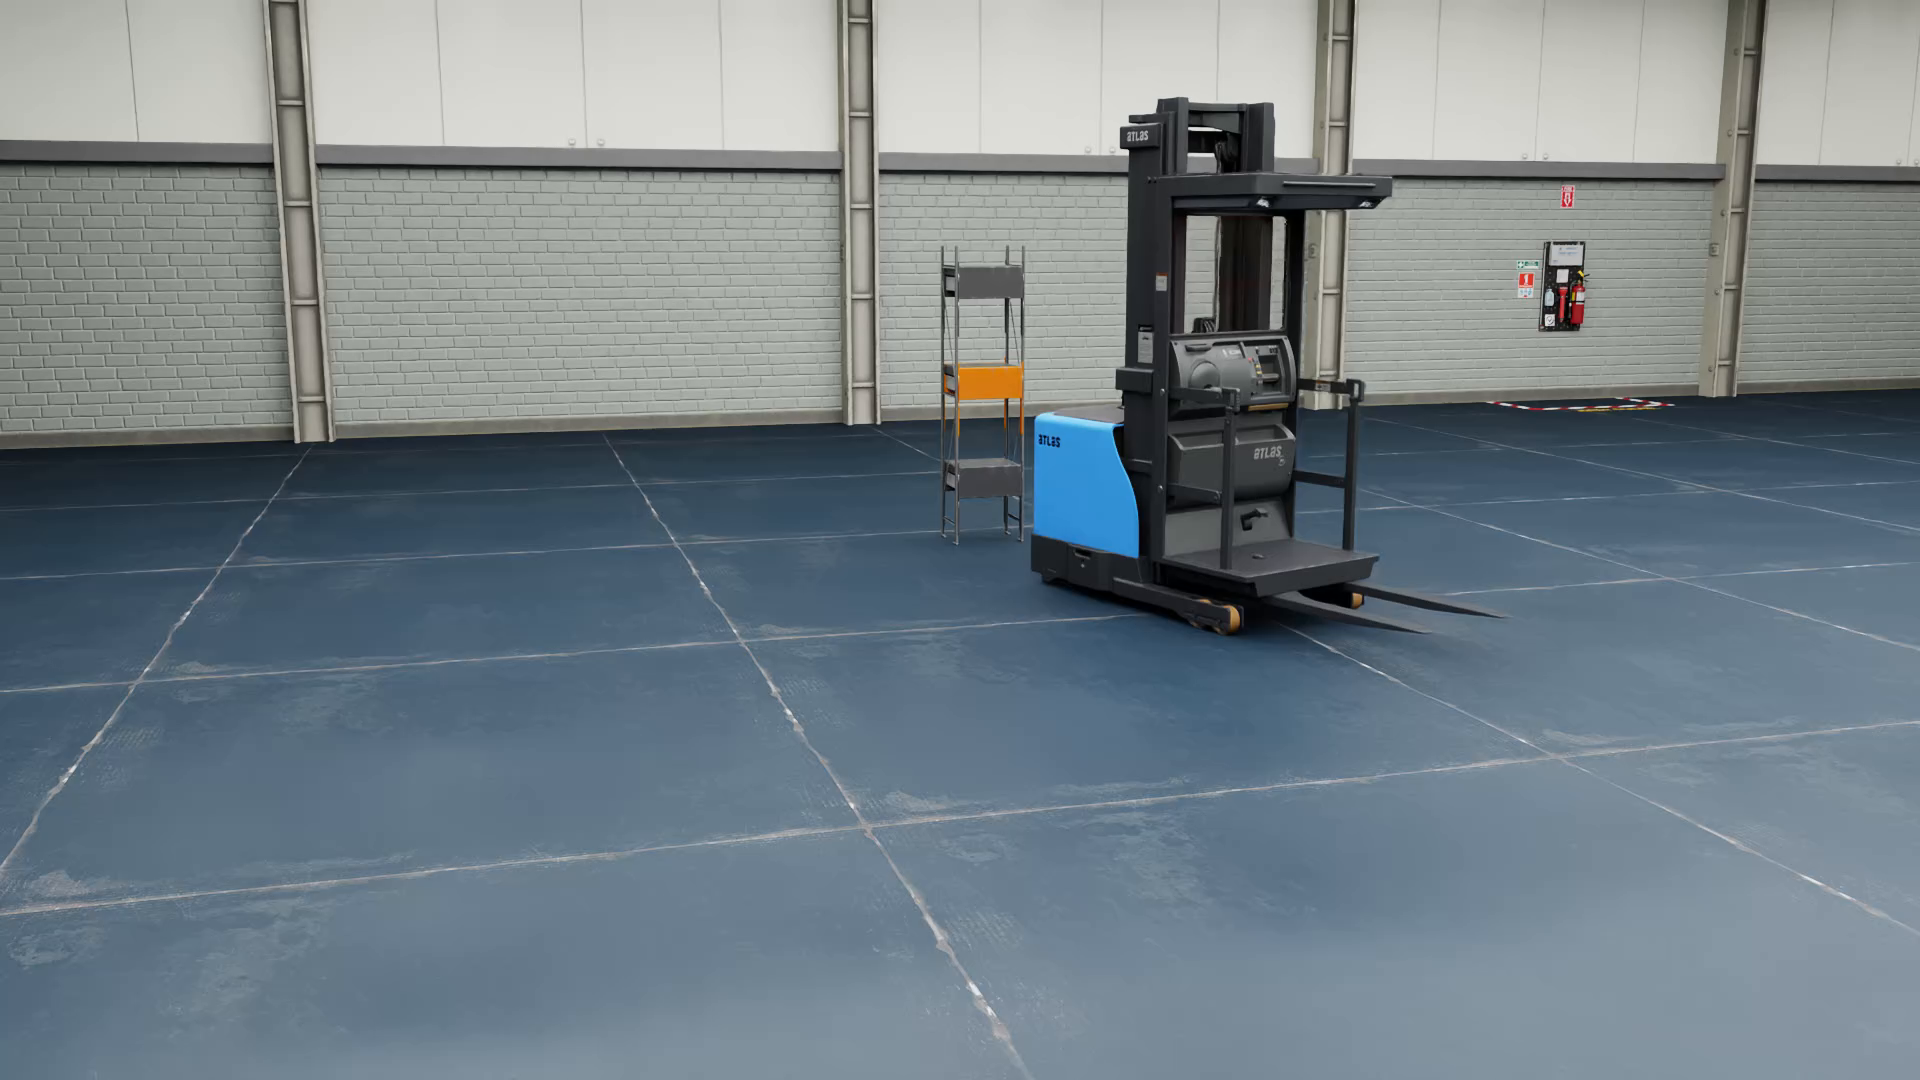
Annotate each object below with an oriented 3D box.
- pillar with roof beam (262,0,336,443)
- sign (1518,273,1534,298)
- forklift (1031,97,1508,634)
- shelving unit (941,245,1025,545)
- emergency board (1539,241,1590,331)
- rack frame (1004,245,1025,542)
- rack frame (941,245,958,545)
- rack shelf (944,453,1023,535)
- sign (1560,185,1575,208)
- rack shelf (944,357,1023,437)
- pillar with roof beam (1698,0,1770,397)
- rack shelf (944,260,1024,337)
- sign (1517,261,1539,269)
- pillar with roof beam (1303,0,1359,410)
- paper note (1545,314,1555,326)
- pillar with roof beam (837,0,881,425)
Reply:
[{"bbox_3d":[-5.711,-4.744,12.959,0.400,9.000,9.100,-3,11,-16],"label":"pillar with roof beam"},{"bbox_3d":[7.425,-3.342,21.814,0.234,0.329,0.001,-3,11,-16],"label":"sign"},{"bbox_3d":[1.715,-1.017,9.475,1.130,2.935,3.031,-7,13,-35],"label":"forklift"},{"bbox_3d":[0.159,-1.041,11.902,0.503,2.100,0.431,-3,11,-16],"label":"shelving unit"},{"bbox_3d":[7.985,-3.334,21.872,0.643,1.169,0.194,-3,11,-16],"label":"emergency board"},{"bbox_3d":[0.393,-1.053,11.969,0.015,2.100,0.400,-3,11,-16],"label":"rack frame"},{"bbox_3d":[-0.075,-1.029,11.835,0.015,2.100,0.400,-3,11,-16],"label":"rack frame"},{"bbox_3d":[0.159,-0.339,12.031,0.480,0.518,0.431,-3,11,-16],"label":"rack shelf"},{"bbox_3d":[7.949,-4.491,21.754,0.199,0.298,0.001,-3,11,-16],"label":"sign"},{"bbox_3d":[0.159,-1.028,11.904,0.480,0.518,0.431,-3,11,-16],"label":"rack shelf"},{"bbox_3d":[11.572,-5.655,17.907,0.400,9.000,9.100,-3,11,-16],"label":"pillar with roof beam"},{"bbox_3d":[0.159,-1.716,11.778,0.480,0.518,0.431,-3,11,-16],"label":"rack shelf"},{"bbox_3d":[7.432,-3.601,21.759,0.331,0.109,0.001,-3,11,-16],"label":"sign"},{"bbox_3d":[5.811,-5.351,16.258,0.400,9.000,9.100,-3,11,-16],"label":"pillar with roof beam"},{"bbox_3d":[7.796,-2.904,21.968,0.142,0.148,0.016,-3,11,-16],"label":"paper note"},{"bbox_3d":[0.050,-5.047,14.609,0.400,9.000,9.100,-3,11,-16],"label":"pillar with roof beam"}]
